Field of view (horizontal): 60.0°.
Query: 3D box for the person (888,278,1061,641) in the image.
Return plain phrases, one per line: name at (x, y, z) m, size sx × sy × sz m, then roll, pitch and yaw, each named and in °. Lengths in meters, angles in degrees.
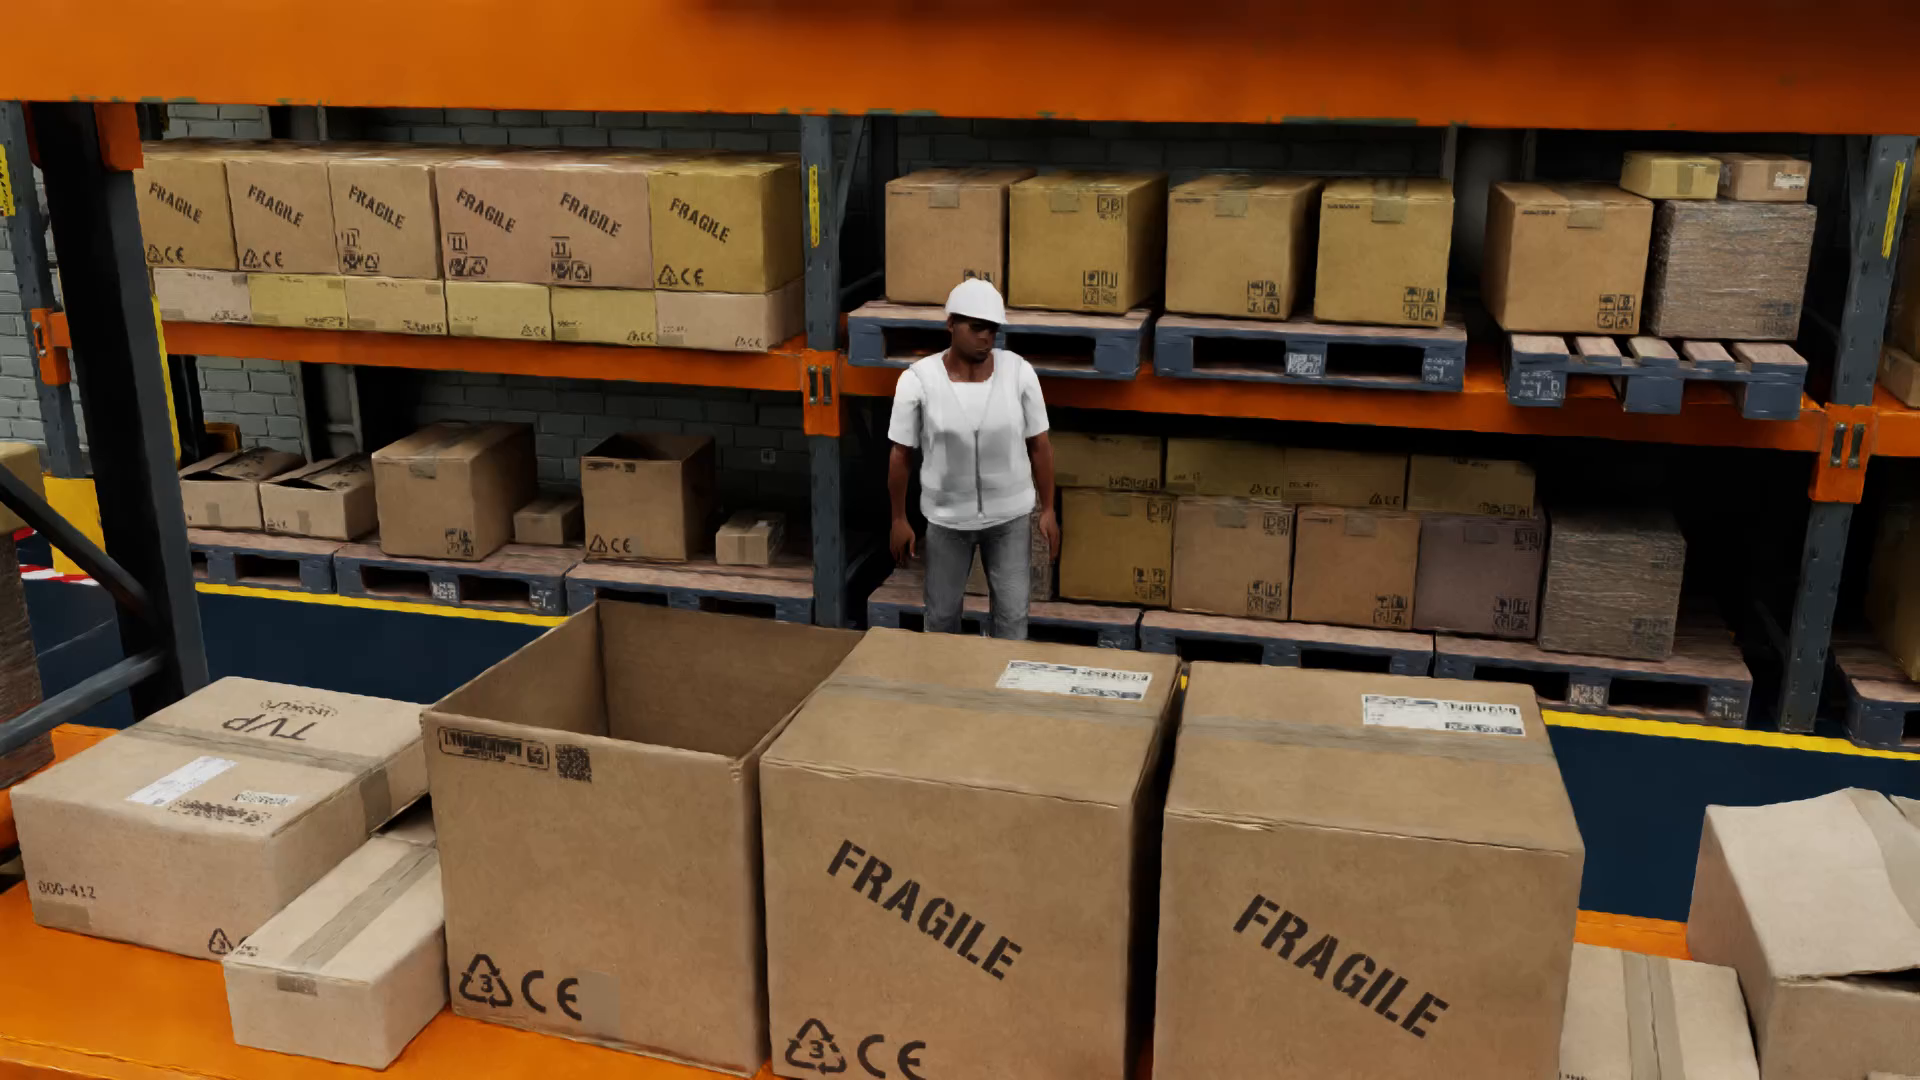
person at (0.054, -0.065, 6.134) m, size 0.636 × 1.762 × 0.470 m, roll -1°, pitch 18°, yaw -4°
